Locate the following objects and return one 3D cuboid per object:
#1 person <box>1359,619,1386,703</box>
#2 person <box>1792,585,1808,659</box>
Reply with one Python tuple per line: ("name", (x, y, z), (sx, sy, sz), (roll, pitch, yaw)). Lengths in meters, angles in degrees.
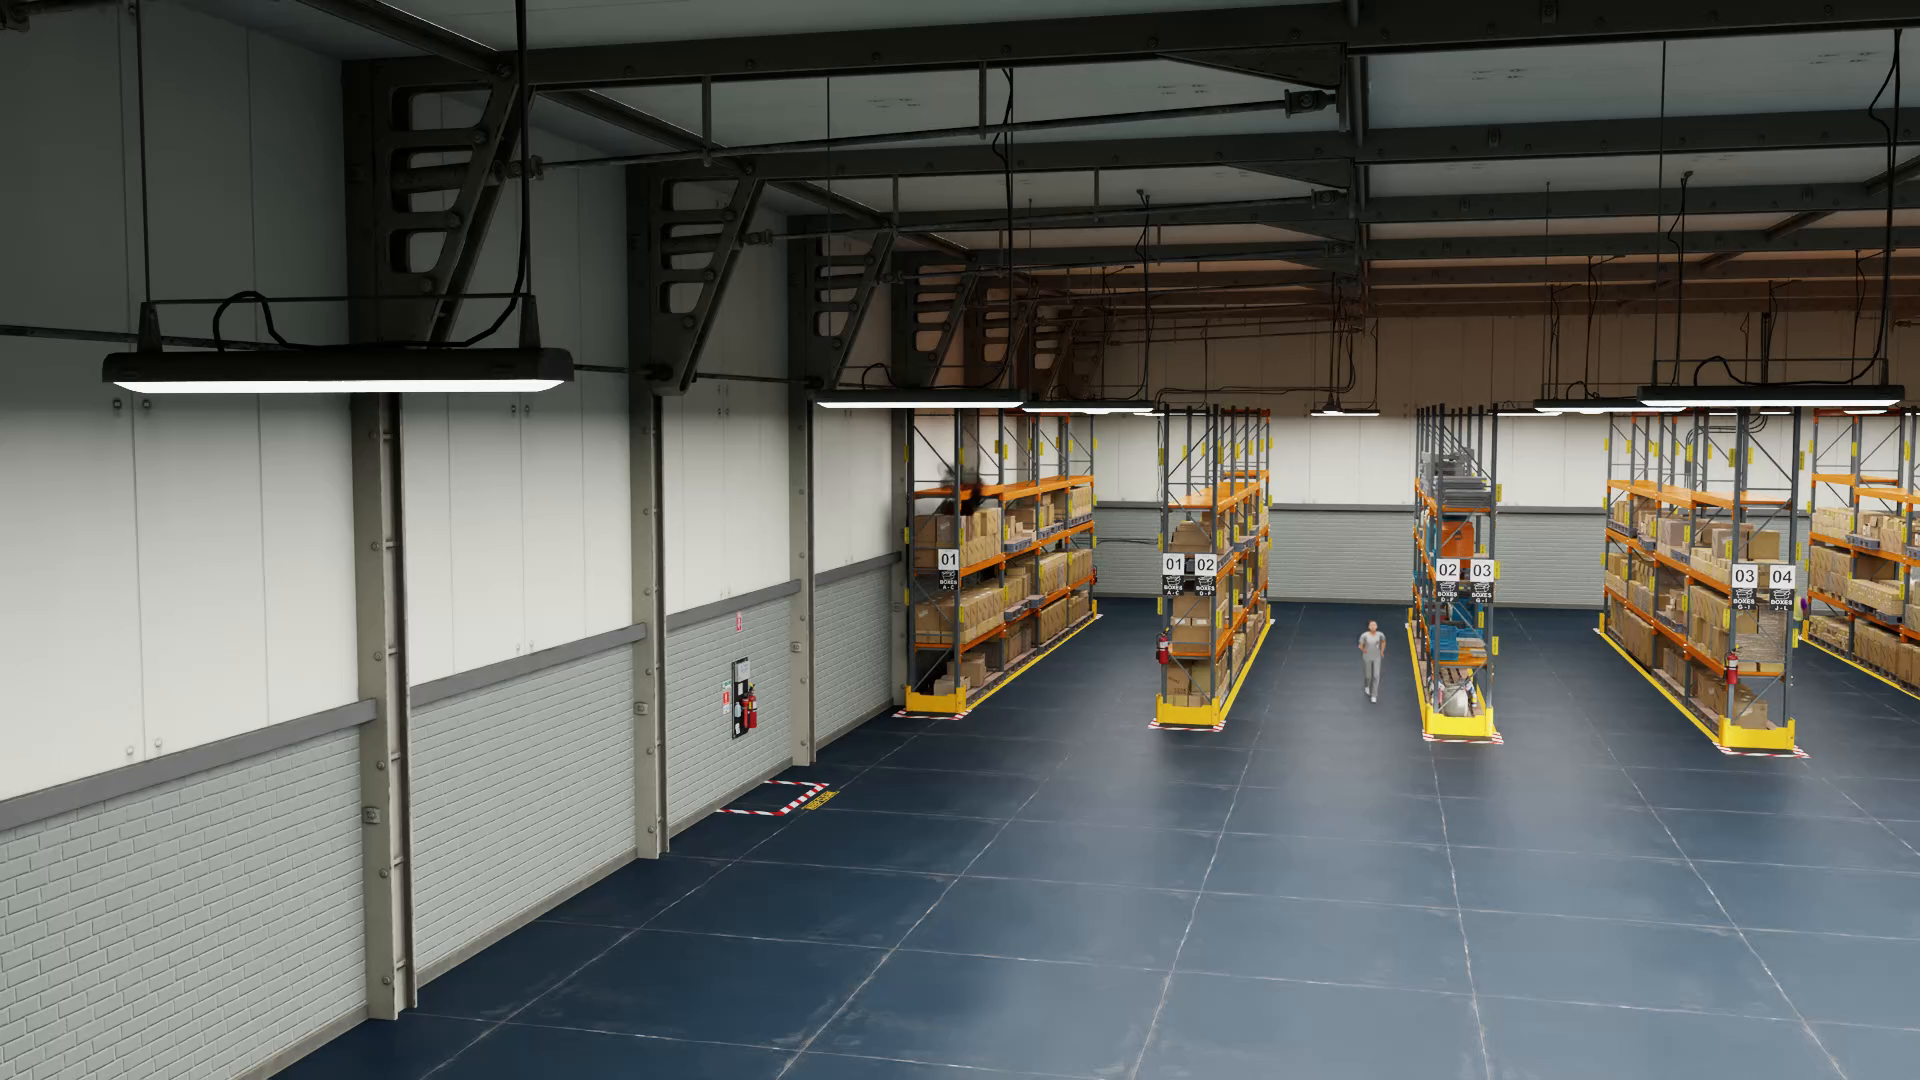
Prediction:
("person", (8.387, 2.427, 33.849), (0.550, 1.656, 0.926), (1, 4, 9))
("person", (19.987, 1.943, 39.962), (0.699, 1.768, 0.924), (1, 4, 18))
